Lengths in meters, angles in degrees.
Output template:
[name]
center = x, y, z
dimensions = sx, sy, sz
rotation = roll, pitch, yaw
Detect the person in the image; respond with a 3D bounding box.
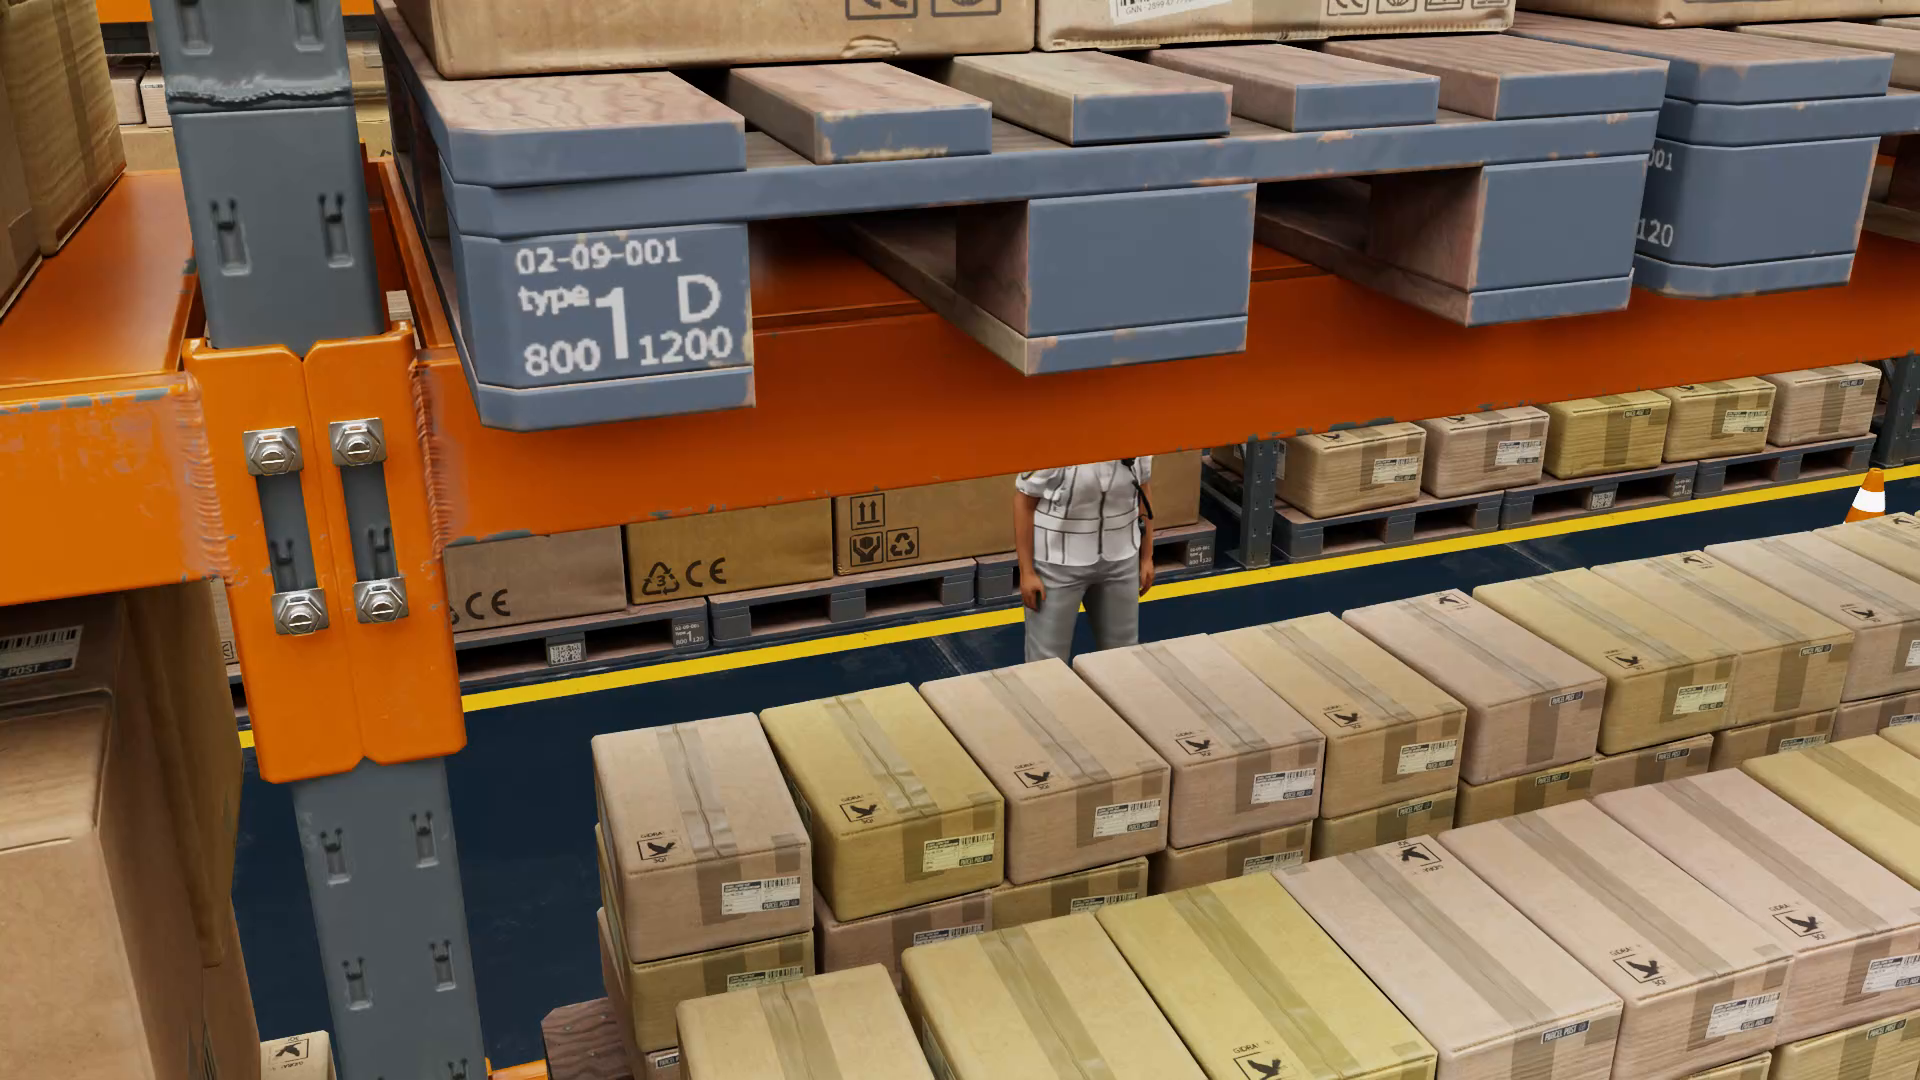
[person]
center = 0.440, 0.095, 5.856
dimensions = 0.538, 1.666, 0.465
rotation = -8, 24, -19
